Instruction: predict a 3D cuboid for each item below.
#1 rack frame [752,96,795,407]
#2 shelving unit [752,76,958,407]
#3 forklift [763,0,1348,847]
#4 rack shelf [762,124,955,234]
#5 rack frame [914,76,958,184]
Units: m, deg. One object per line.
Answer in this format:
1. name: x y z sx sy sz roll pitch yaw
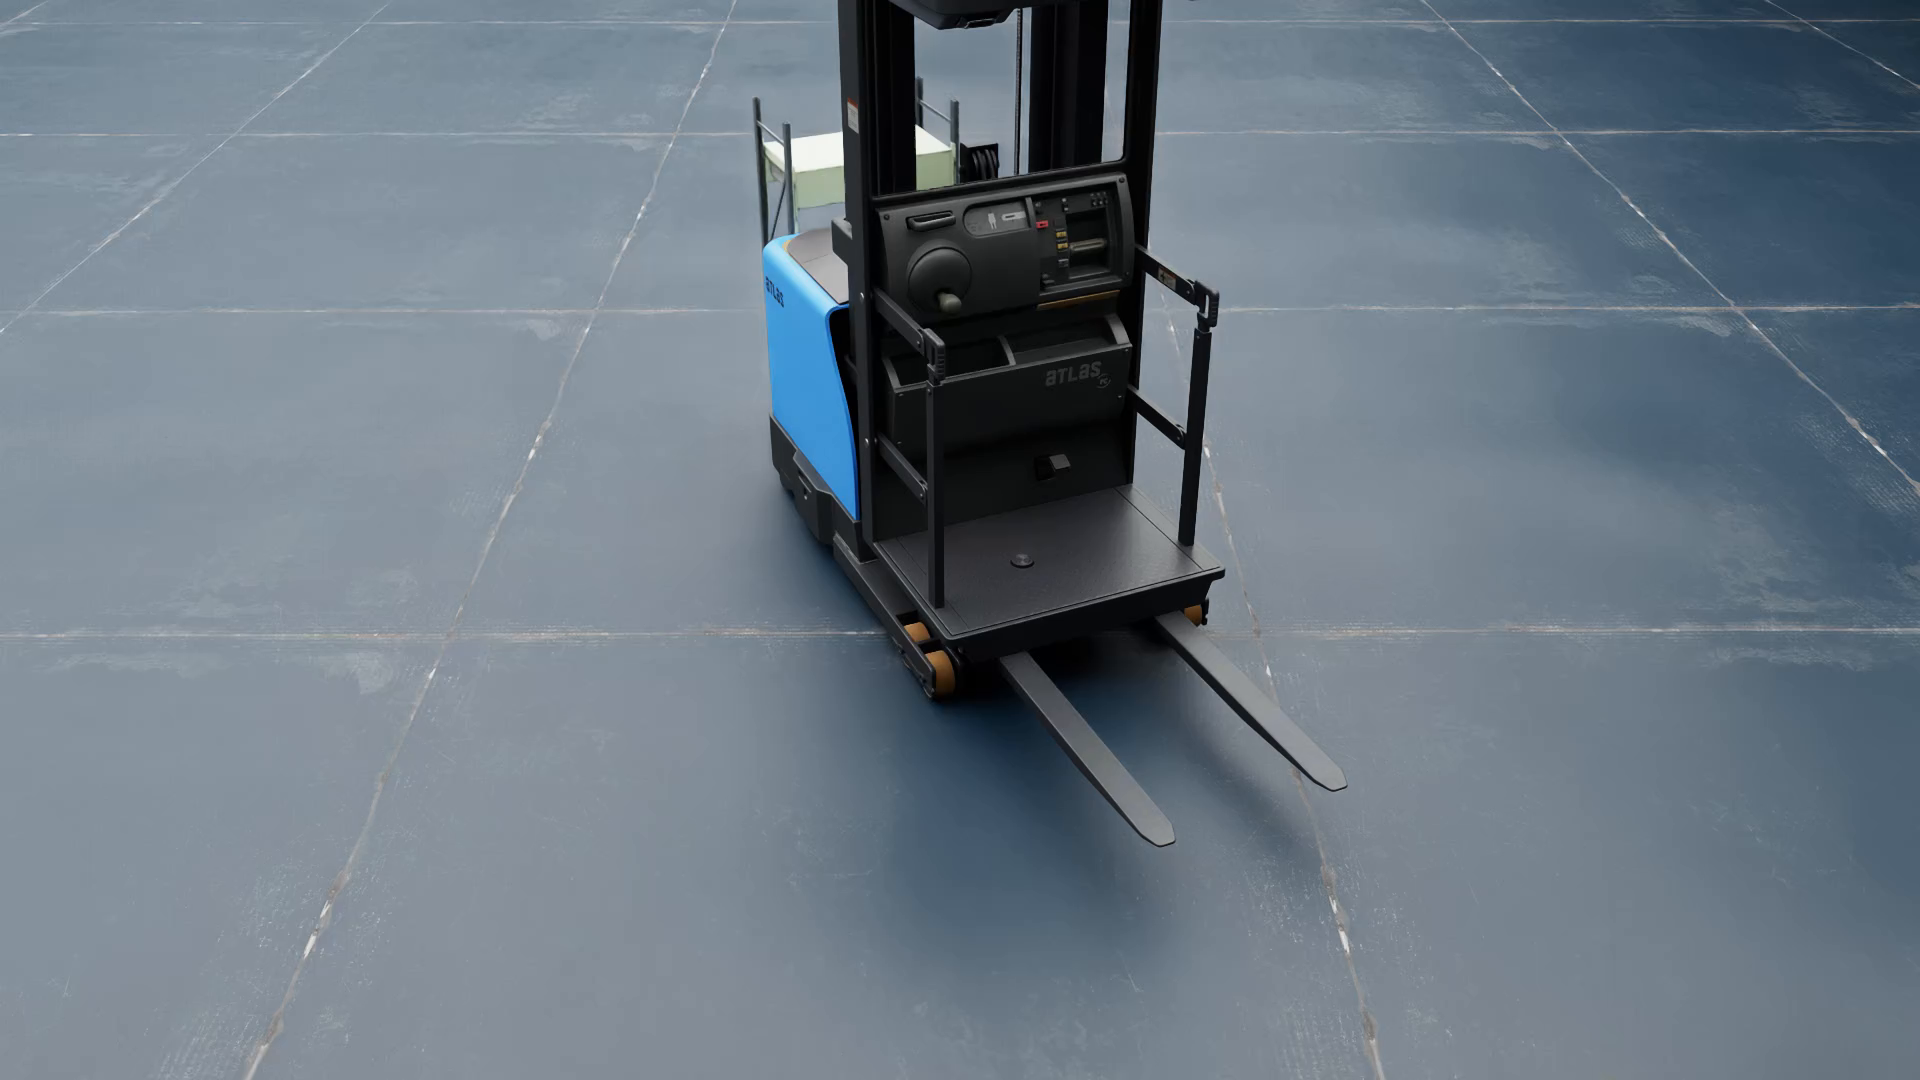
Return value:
1. rack frame: -0.766 -1.100 7.116 0.023 1.500 0.400 -14 34 -21
2. shelving unit: -0.434 -1.180 7.248 0.755 1.500 0.431 -14 34 -21
3. forklift: 0.260 -0.955 5.499 1.130 2.935 3.031 -13 34 -21
4. rack shelf: -0.434 -1.513 7.046 0.720 0.370 0.431 -14 34 -21
5. rack frame: -0.102 -1.260 7.380 0.023 1.500 0.400 -14 34 -21
